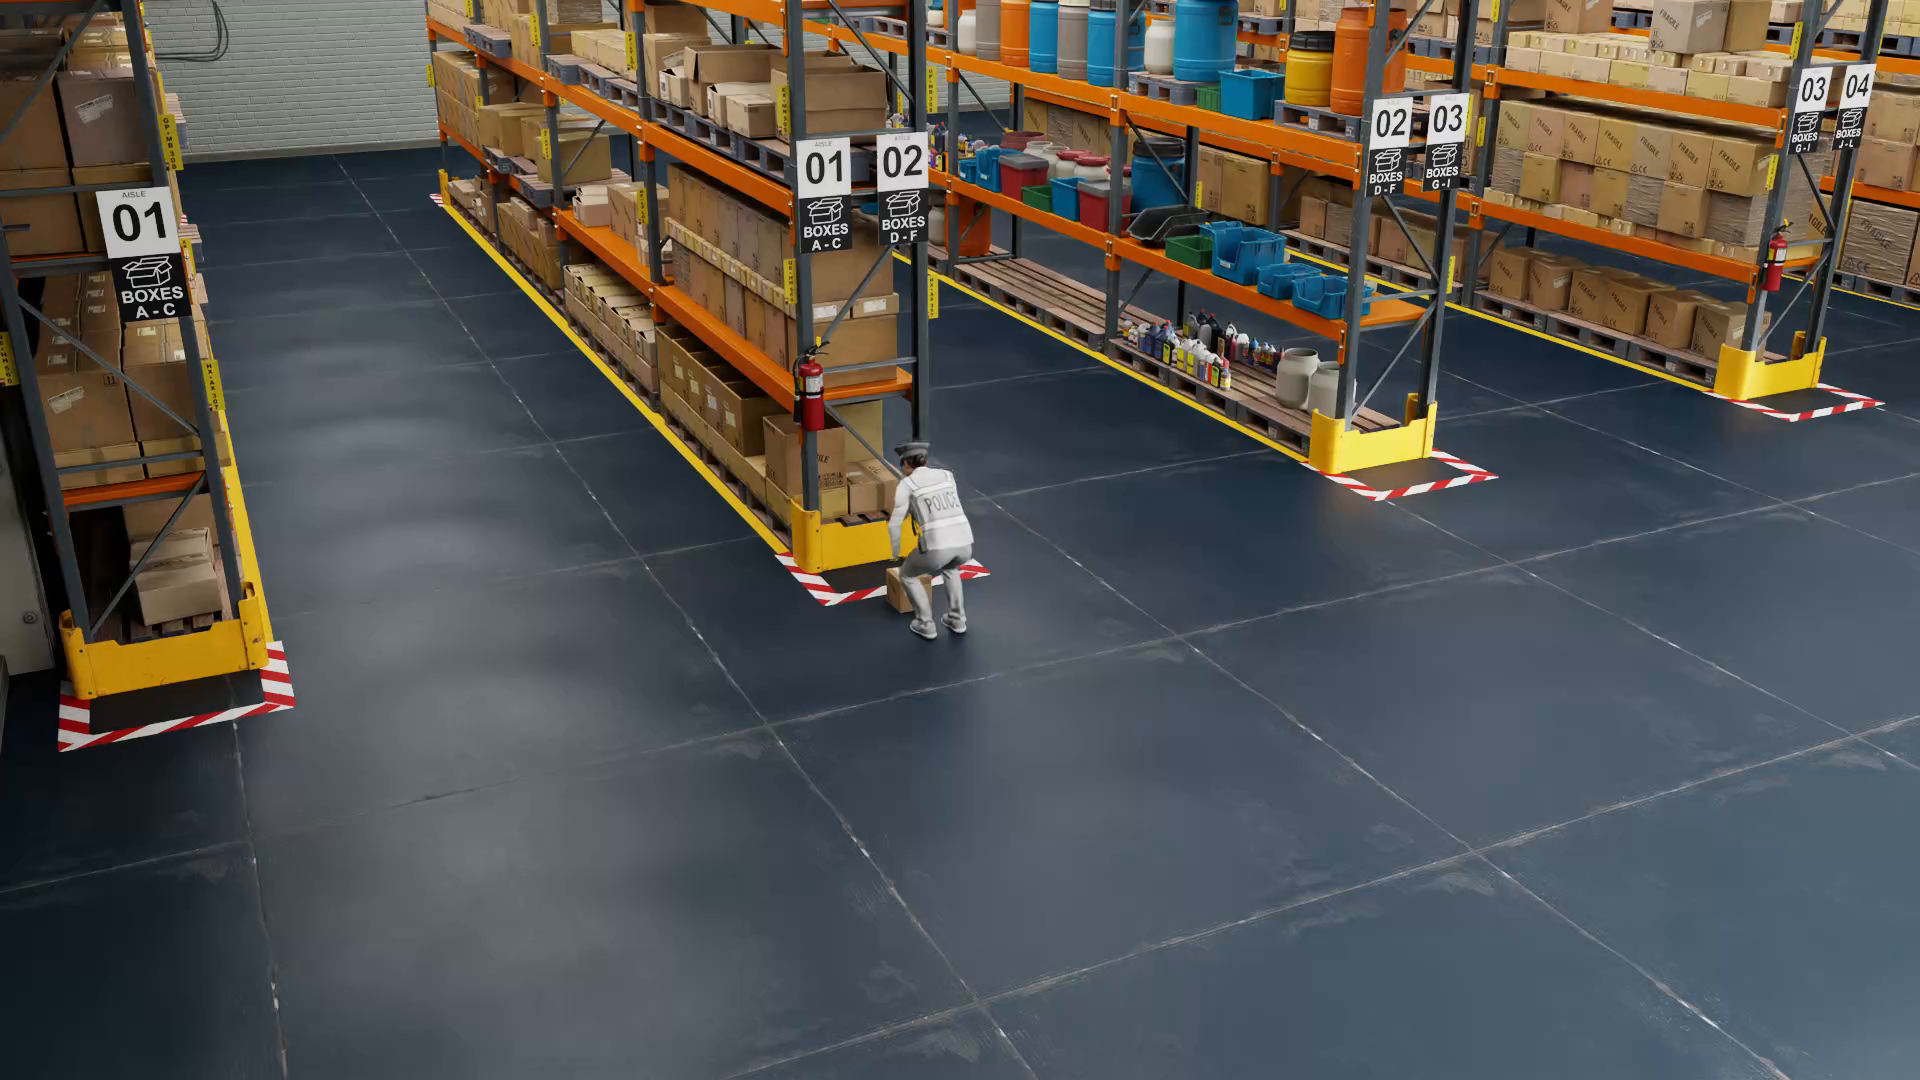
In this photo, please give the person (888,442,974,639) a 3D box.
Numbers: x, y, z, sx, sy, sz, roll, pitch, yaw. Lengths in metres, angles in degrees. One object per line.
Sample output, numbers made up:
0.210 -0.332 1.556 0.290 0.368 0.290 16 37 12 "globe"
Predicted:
-0.218 0.002 11.456 0.534 1.320 0.739 -10 24 -23 "person"
